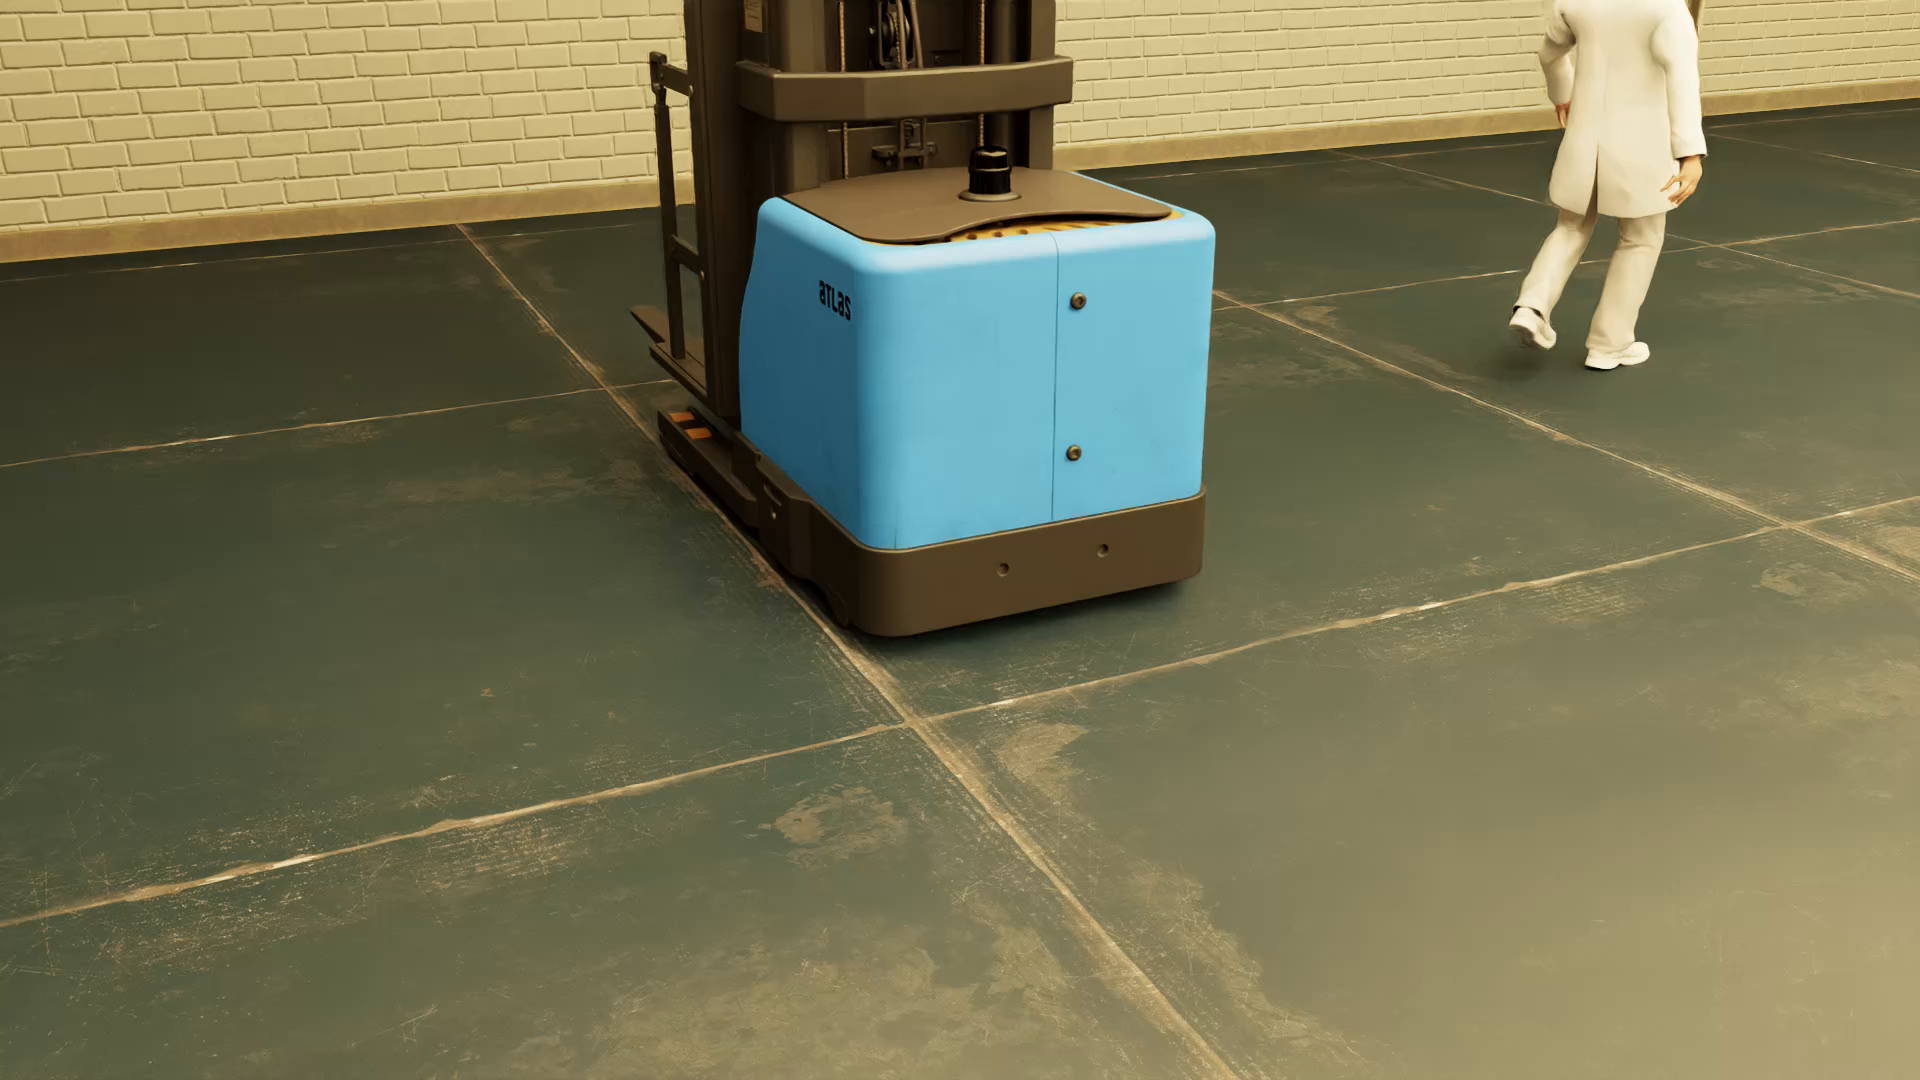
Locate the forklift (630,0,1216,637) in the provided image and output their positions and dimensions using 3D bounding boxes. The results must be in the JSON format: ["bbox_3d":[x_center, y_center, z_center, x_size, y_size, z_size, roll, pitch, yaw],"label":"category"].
[{"bbox_3d":[-0.399,-1.633,5.216,1.130,2.935,3.031,-10,25,-23],"label":"forklift"}]

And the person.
[{"bbox_3d":[2.553,-1.529,6.502,0.704,1.762,0.880,-18,28,-36],"label":"person"}]
